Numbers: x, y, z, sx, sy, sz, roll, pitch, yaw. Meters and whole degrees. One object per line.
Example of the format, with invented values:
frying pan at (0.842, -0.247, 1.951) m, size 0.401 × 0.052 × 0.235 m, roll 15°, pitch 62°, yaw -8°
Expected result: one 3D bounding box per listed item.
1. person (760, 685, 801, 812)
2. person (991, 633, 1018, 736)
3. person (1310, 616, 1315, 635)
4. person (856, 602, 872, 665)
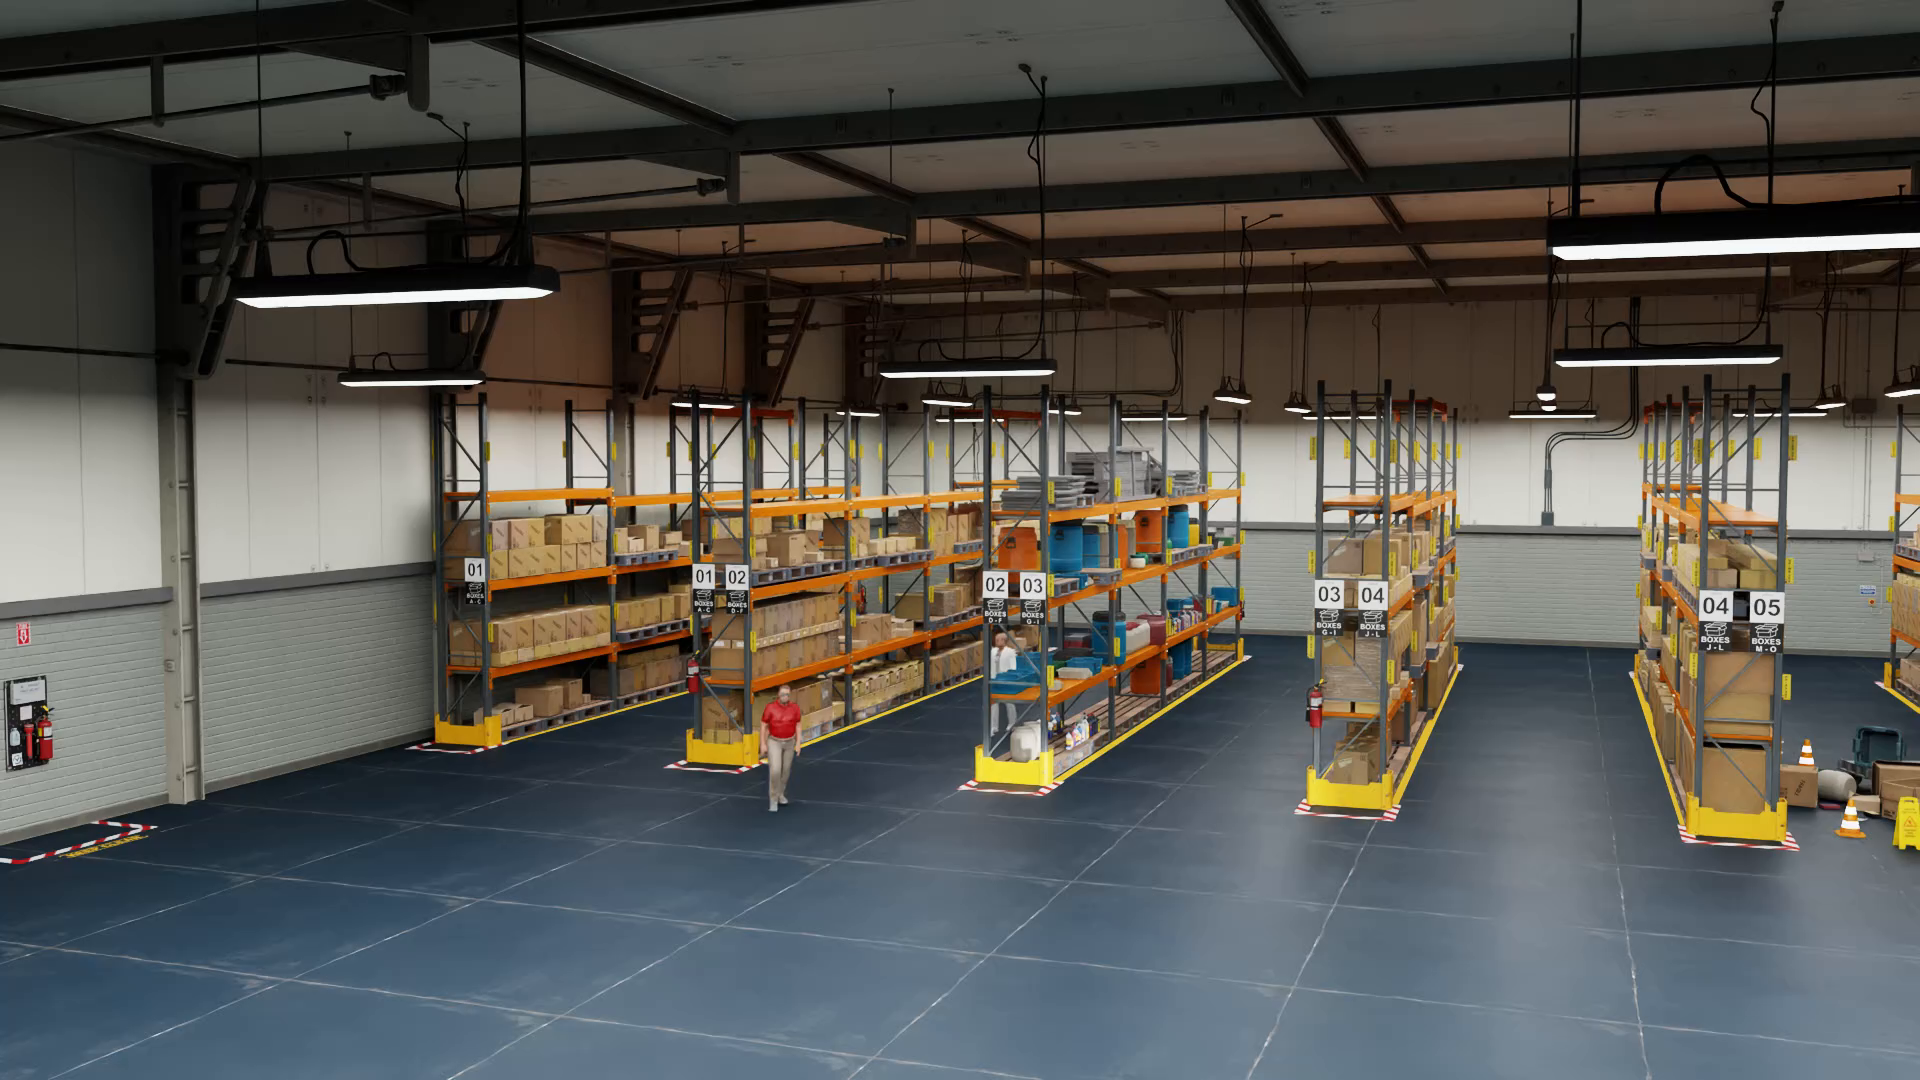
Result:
person at (-2.522, 2.936, 23.406) m, size 0.560 × 1.814 × 0.595 m, roll -2°, pitch 3°, yaw -29°
person at (0.712, 2.553, 29.463) m, size 0.623 × 1.788 × 0.882 m, roll 2°, pitch 4°, yaw 34°
person at (8.283, 2.208, 37.675) m, size 0.664 × 1.579 × 0.737 m, roll 2°, pitch 3°, yaw 29°
person at (-2.145, 2.213, 37.404) m, size 0.540 × 1.626 × 0.555 m, roll 1°, pitch 3°, yaw 18°
